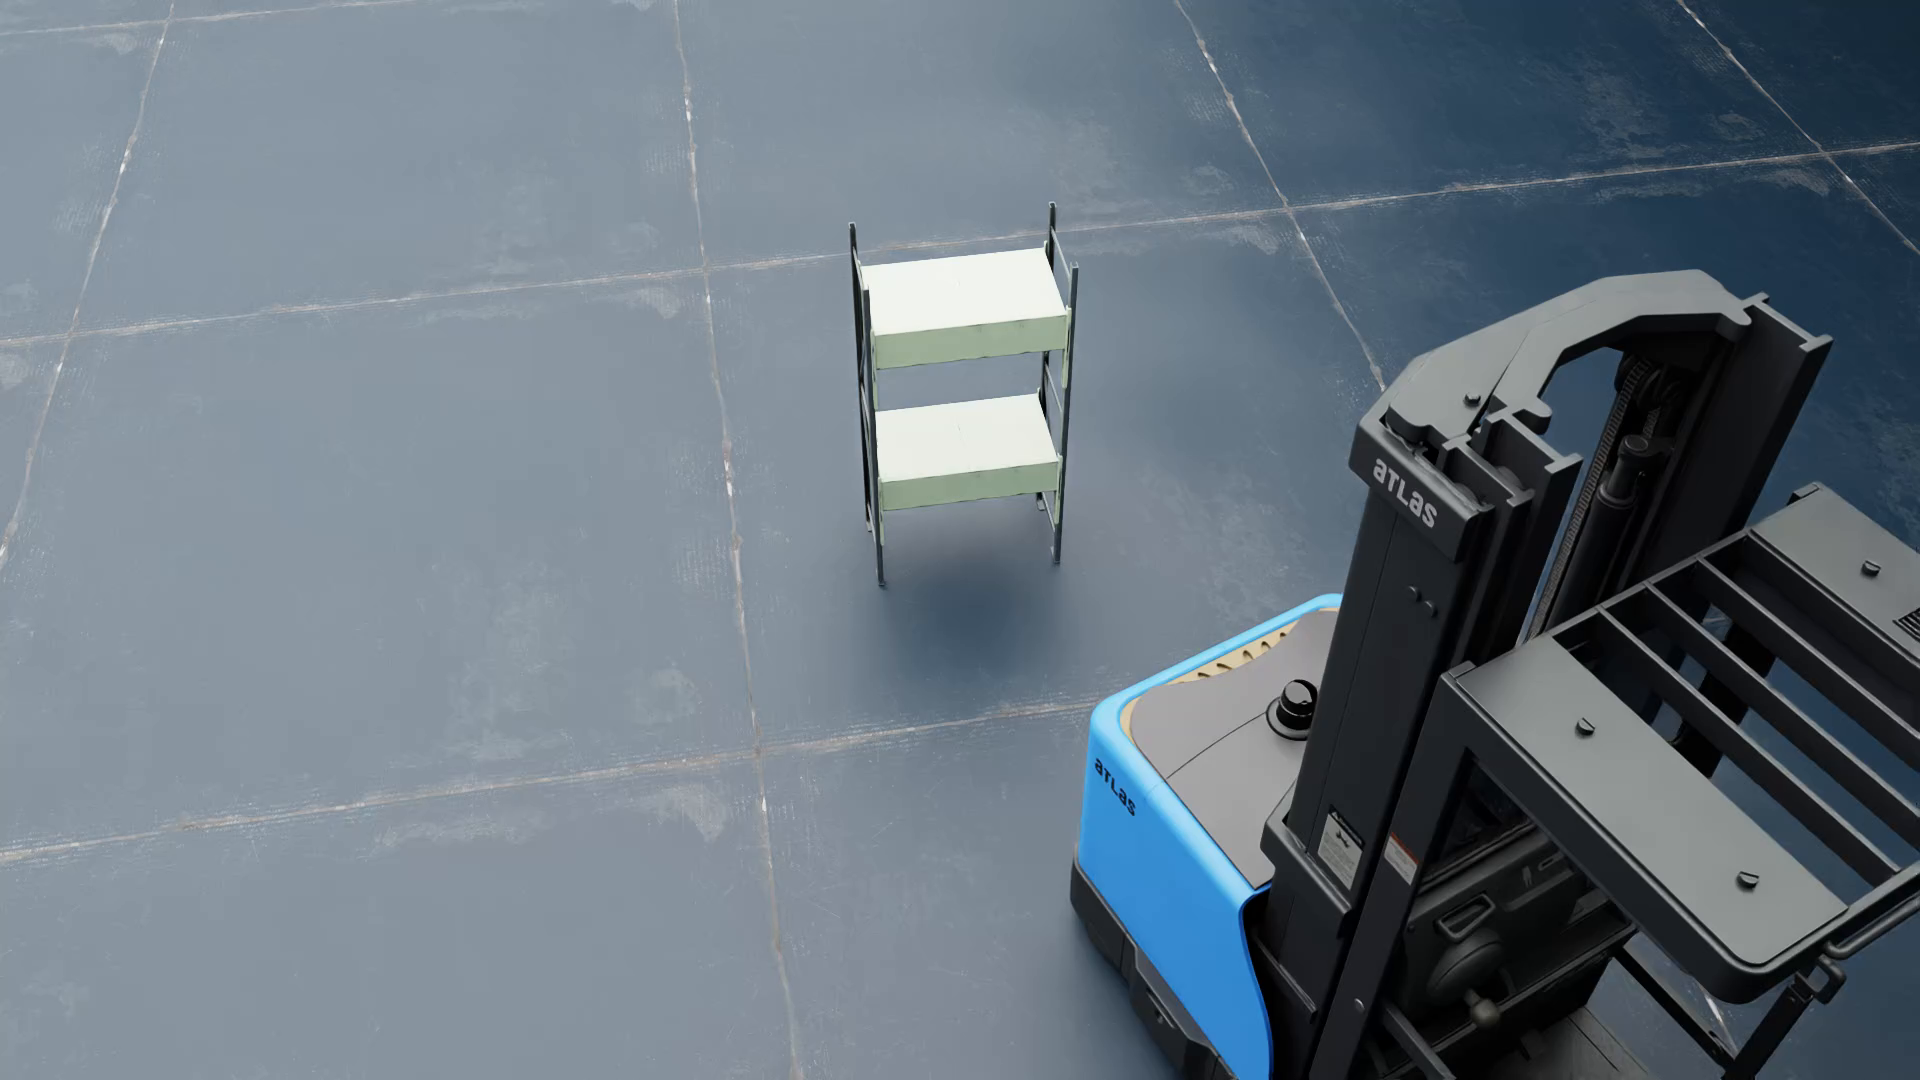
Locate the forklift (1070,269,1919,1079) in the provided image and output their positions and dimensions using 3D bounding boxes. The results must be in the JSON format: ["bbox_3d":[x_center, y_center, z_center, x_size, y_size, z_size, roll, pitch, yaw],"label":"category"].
[{"bbox_3d":[1.555,0.967,3.976,1.130,2.935,3.031,-23,50,-21],"label":"forklift"}]

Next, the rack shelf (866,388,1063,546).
[{"bbox_3d":[0.007,-0.295,6.639,0.720,0.370,0.431,-7,46,-7],"label":"rack shelf"}]

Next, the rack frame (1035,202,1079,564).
[{"bbox_3d":[0.367,-0.566,6.447,0.023,1.500,0.400,-7,46,-7],"label":"rack frame"}]

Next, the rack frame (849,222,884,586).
[{"bbox_3d":[-0.354,-0.476,6.361,0.023,1.500,0.400,-7,46,-7],"label":"rack frame"}]

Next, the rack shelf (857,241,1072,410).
[{"bbox_3d":[0.007,-0.792,6.123,0.720,0.370,0.431,-7,46,-7],"label":"rack shelf"}]

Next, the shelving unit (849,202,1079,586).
[{"bbox_3d":[0.007,-0.521,6.404,0.755,1.500,0.431,-7,46,-7],"label":"shelving unit"}]
